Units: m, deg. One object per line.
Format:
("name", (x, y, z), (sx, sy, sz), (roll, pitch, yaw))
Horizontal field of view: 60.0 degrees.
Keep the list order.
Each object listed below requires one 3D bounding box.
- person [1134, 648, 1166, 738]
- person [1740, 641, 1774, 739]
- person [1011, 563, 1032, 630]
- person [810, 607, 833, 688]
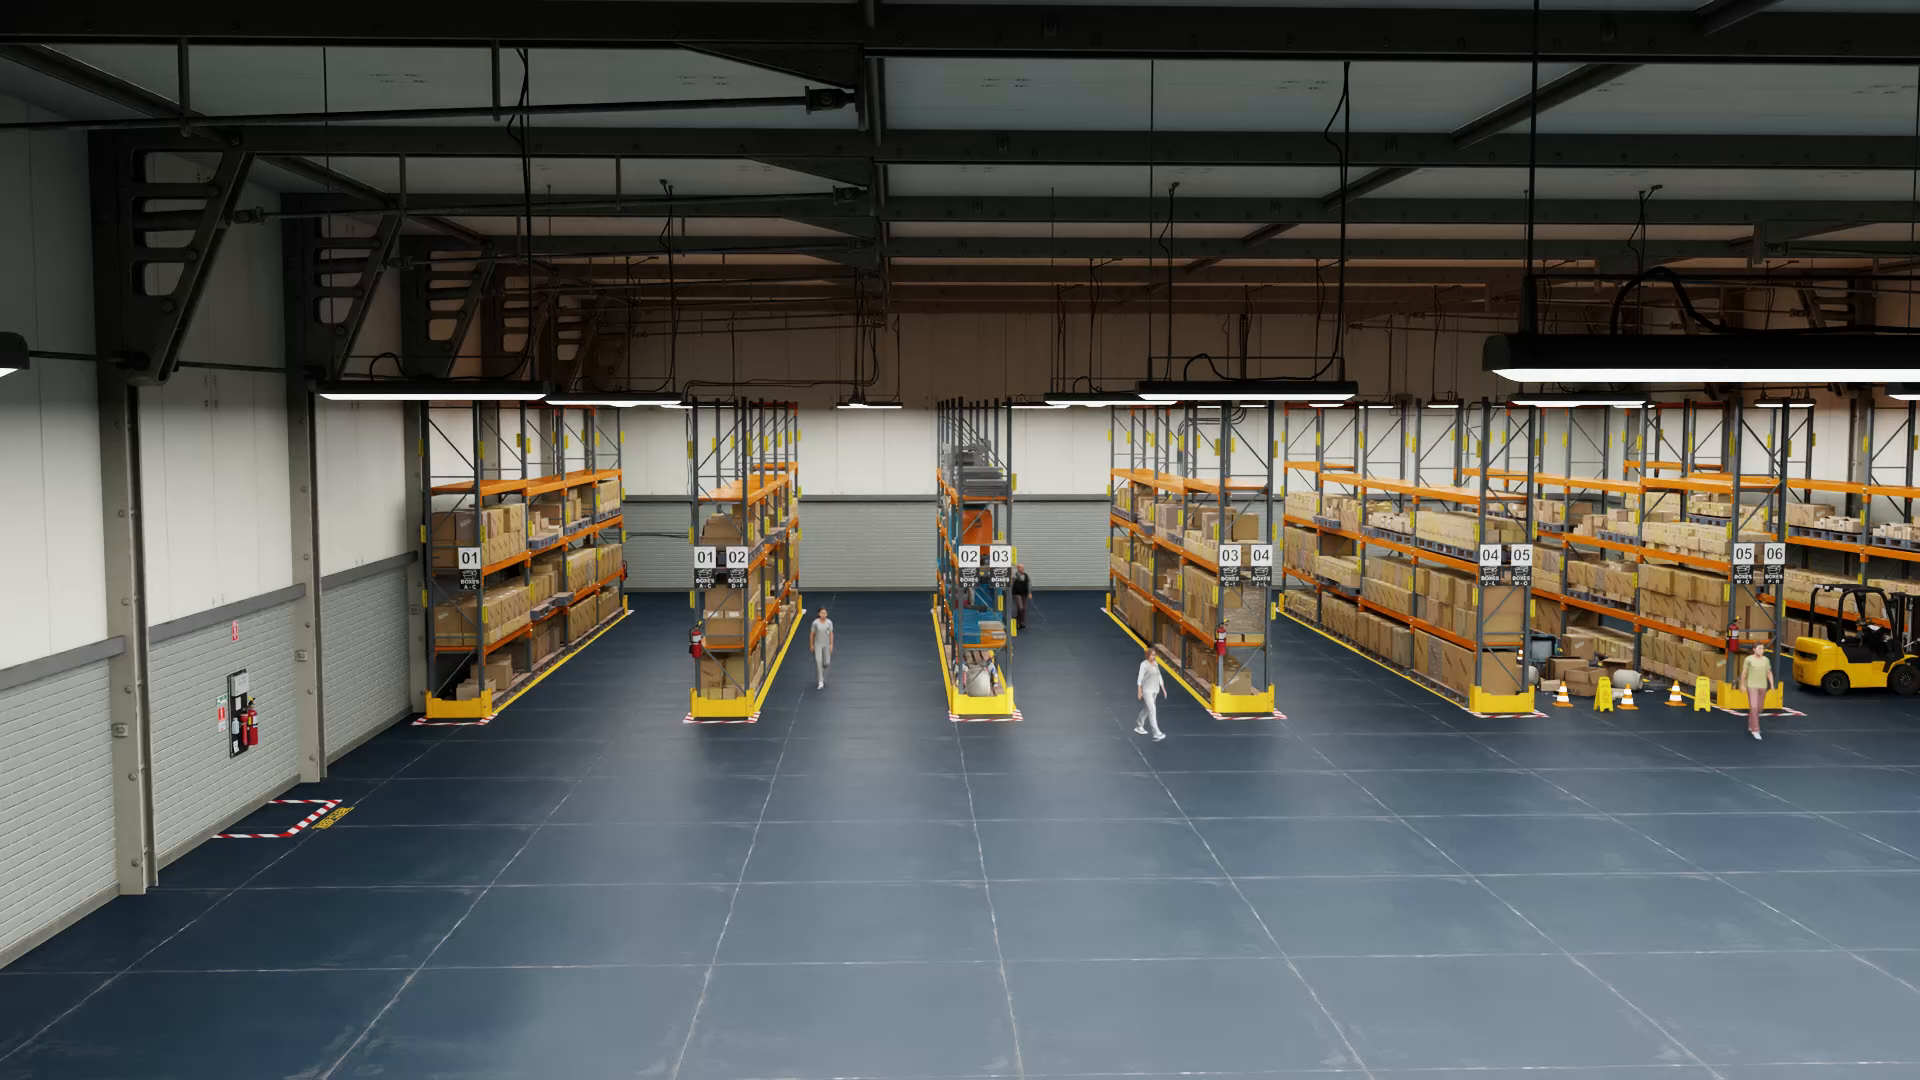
("person", (3.375, 2.674, 29.209), (0.441, 1.561, 0.870), (-4, 6, -44))
("person", (14.101, 2.631, 29.372), (0.501, 1.702, 0.639), (0, 4, 0))
("person", (1.603, 1.511, 43.826), (0.592, 1.794, 0.554), (-3, 5, -31))
("person", (-2.869, 2.206, 34.675), (0.473, 1.626, 0.937), (-2, 5, -26))
